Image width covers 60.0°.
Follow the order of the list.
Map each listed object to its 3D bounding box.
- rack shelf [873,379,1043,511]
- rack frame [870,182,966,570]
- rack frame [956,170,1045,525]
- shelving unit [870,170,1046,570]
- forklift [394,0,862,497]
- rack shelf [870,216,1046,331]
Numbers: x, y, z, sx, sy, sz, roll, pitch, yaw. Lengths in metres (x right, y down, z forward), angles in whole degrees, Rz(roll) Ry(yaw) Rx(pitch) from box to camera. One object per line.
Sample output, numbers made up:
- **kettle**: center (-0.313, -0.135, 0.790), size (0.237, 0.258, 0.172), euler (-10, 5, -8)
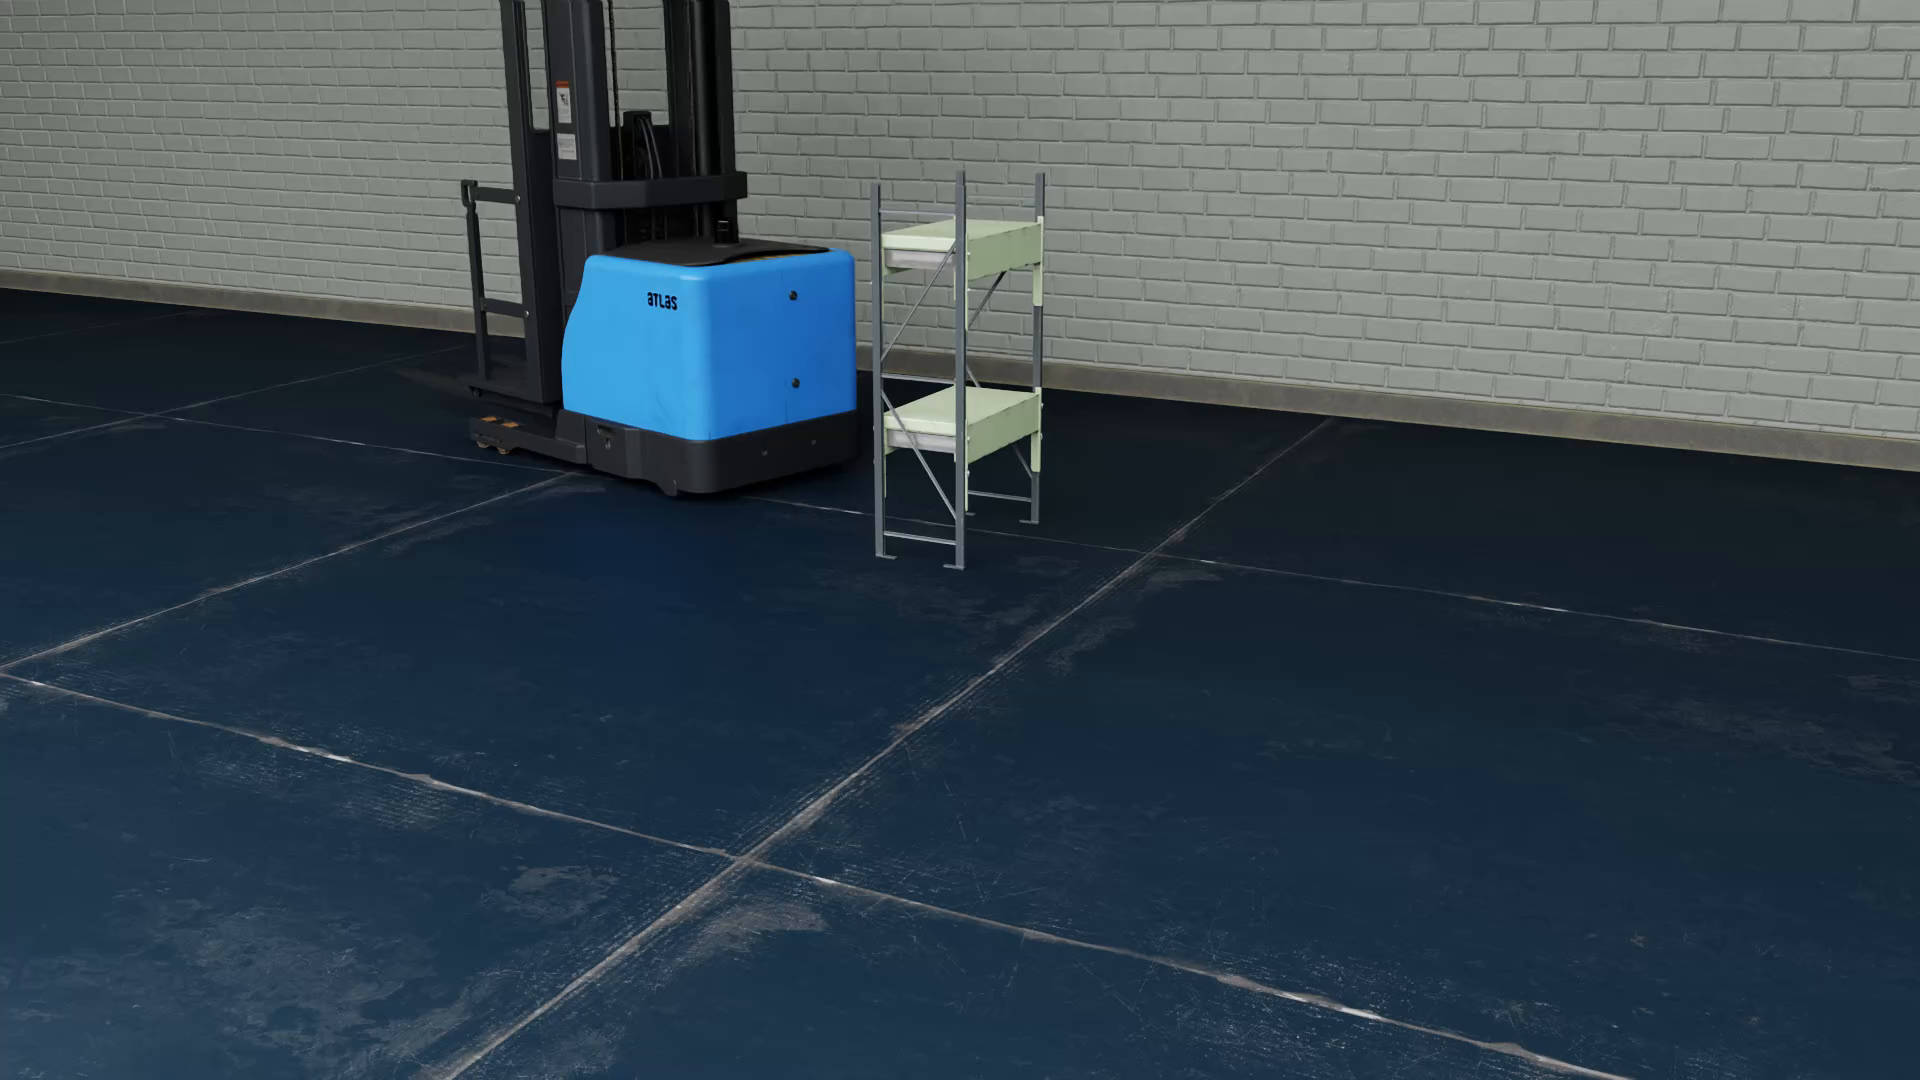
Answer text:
- **rack shelf**: center (0.003, -0.408, 6.909), size (0.431, 0.370, 0.720), euler (8, 18, 25)
- **rack frame**: center (-0.161, -0.627, 6.503), size (0.400, 1.500, 0.023), euler (8, 18, 25)
- **rack frame**: center (0.167, -0.814, 7.130), size (0.400, 1.500, 0.023), euler (8, 18, 25)
- **shelving unit**: center (0.003, -0.721, 6.817), size (0.431, 1.500, 0.755), euler (8, 18, 25)
- **forklift**: center (-1.904, -1.936, 8.393), size (3.031, 2.935, 1.130), euler (15, 22, 41)
- **rack shelf**: center (0.003, -1.095, 6.705), size (0.431, 0.370, 0.720), euler (8, 18, 25)
